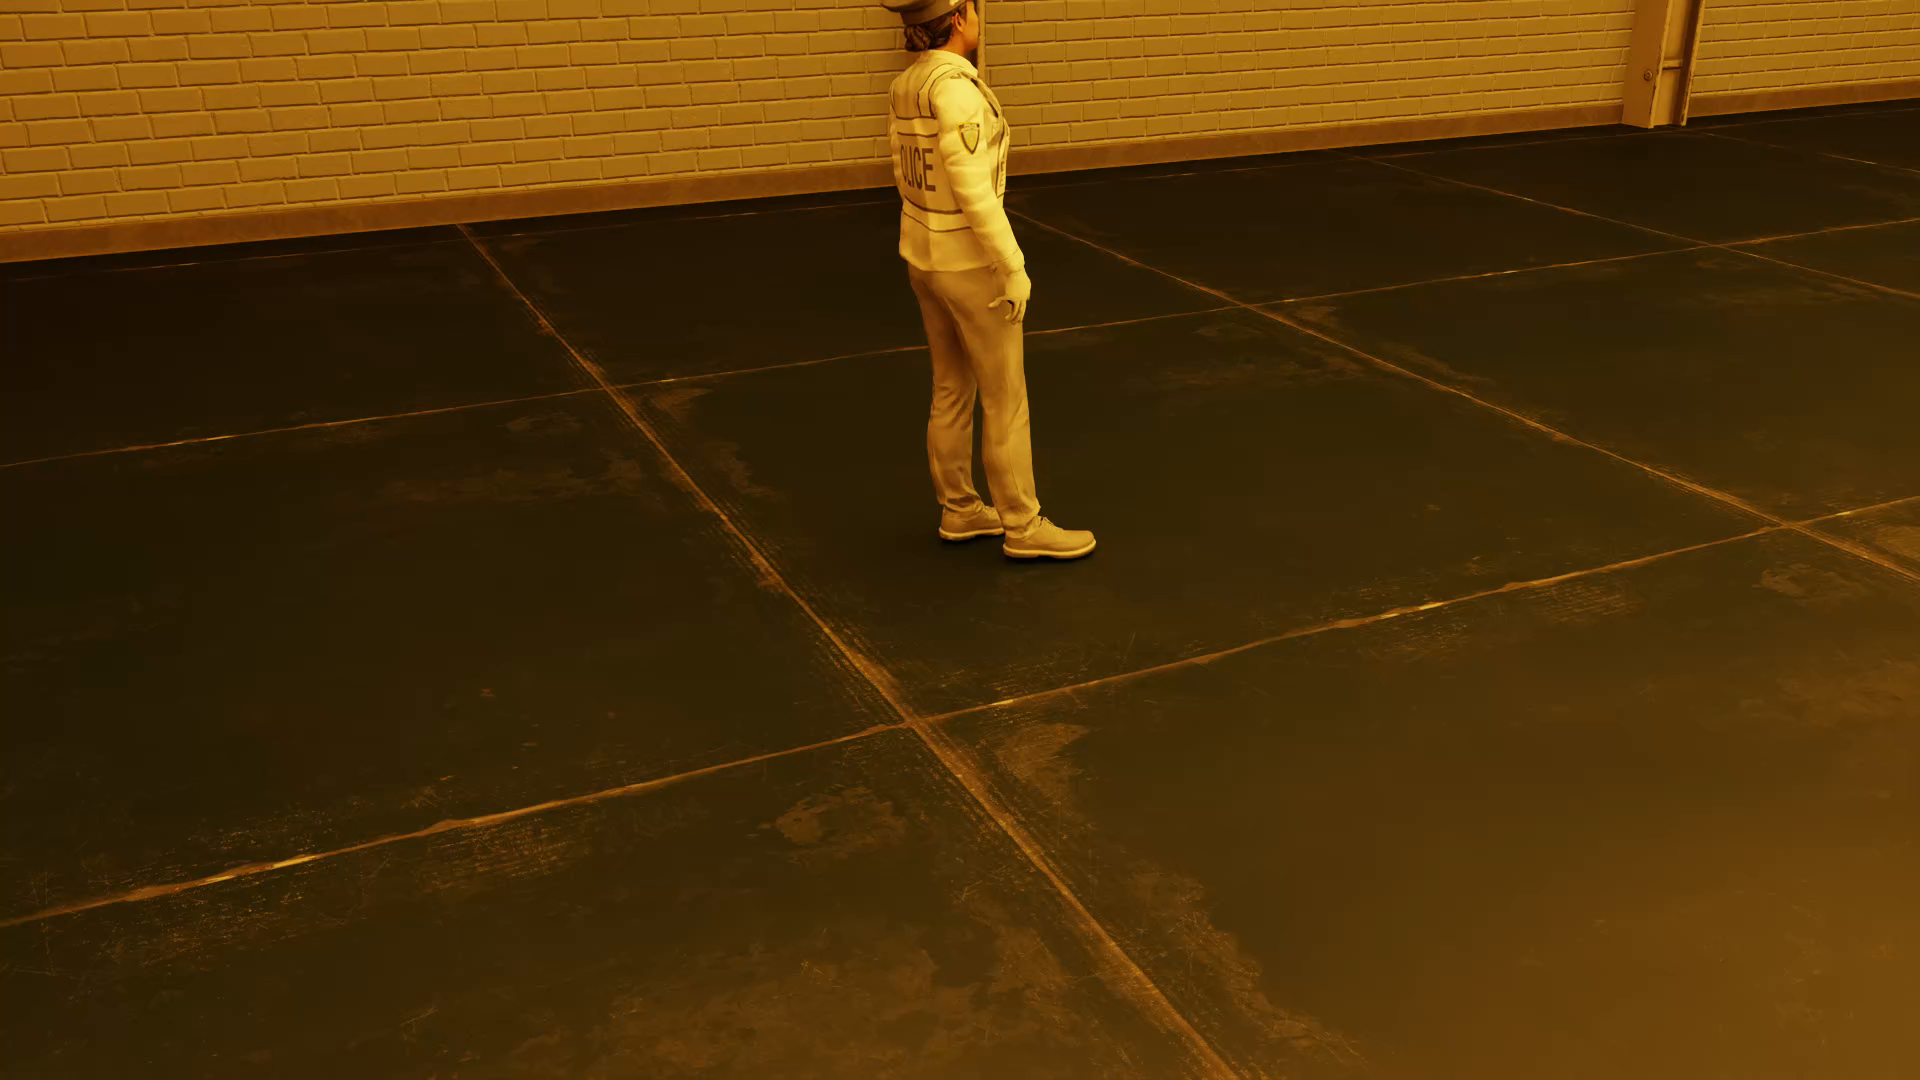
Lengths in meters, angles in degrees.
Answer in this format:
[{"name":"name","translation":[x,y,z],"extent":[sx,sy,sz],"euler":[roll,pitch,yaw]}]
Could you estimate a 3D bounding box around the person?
[{"name":"person","translation":[0.063,-0.798,4.800],"extent":[0.533,1.696,0.588],"euler":[-10,25,-23]}]
